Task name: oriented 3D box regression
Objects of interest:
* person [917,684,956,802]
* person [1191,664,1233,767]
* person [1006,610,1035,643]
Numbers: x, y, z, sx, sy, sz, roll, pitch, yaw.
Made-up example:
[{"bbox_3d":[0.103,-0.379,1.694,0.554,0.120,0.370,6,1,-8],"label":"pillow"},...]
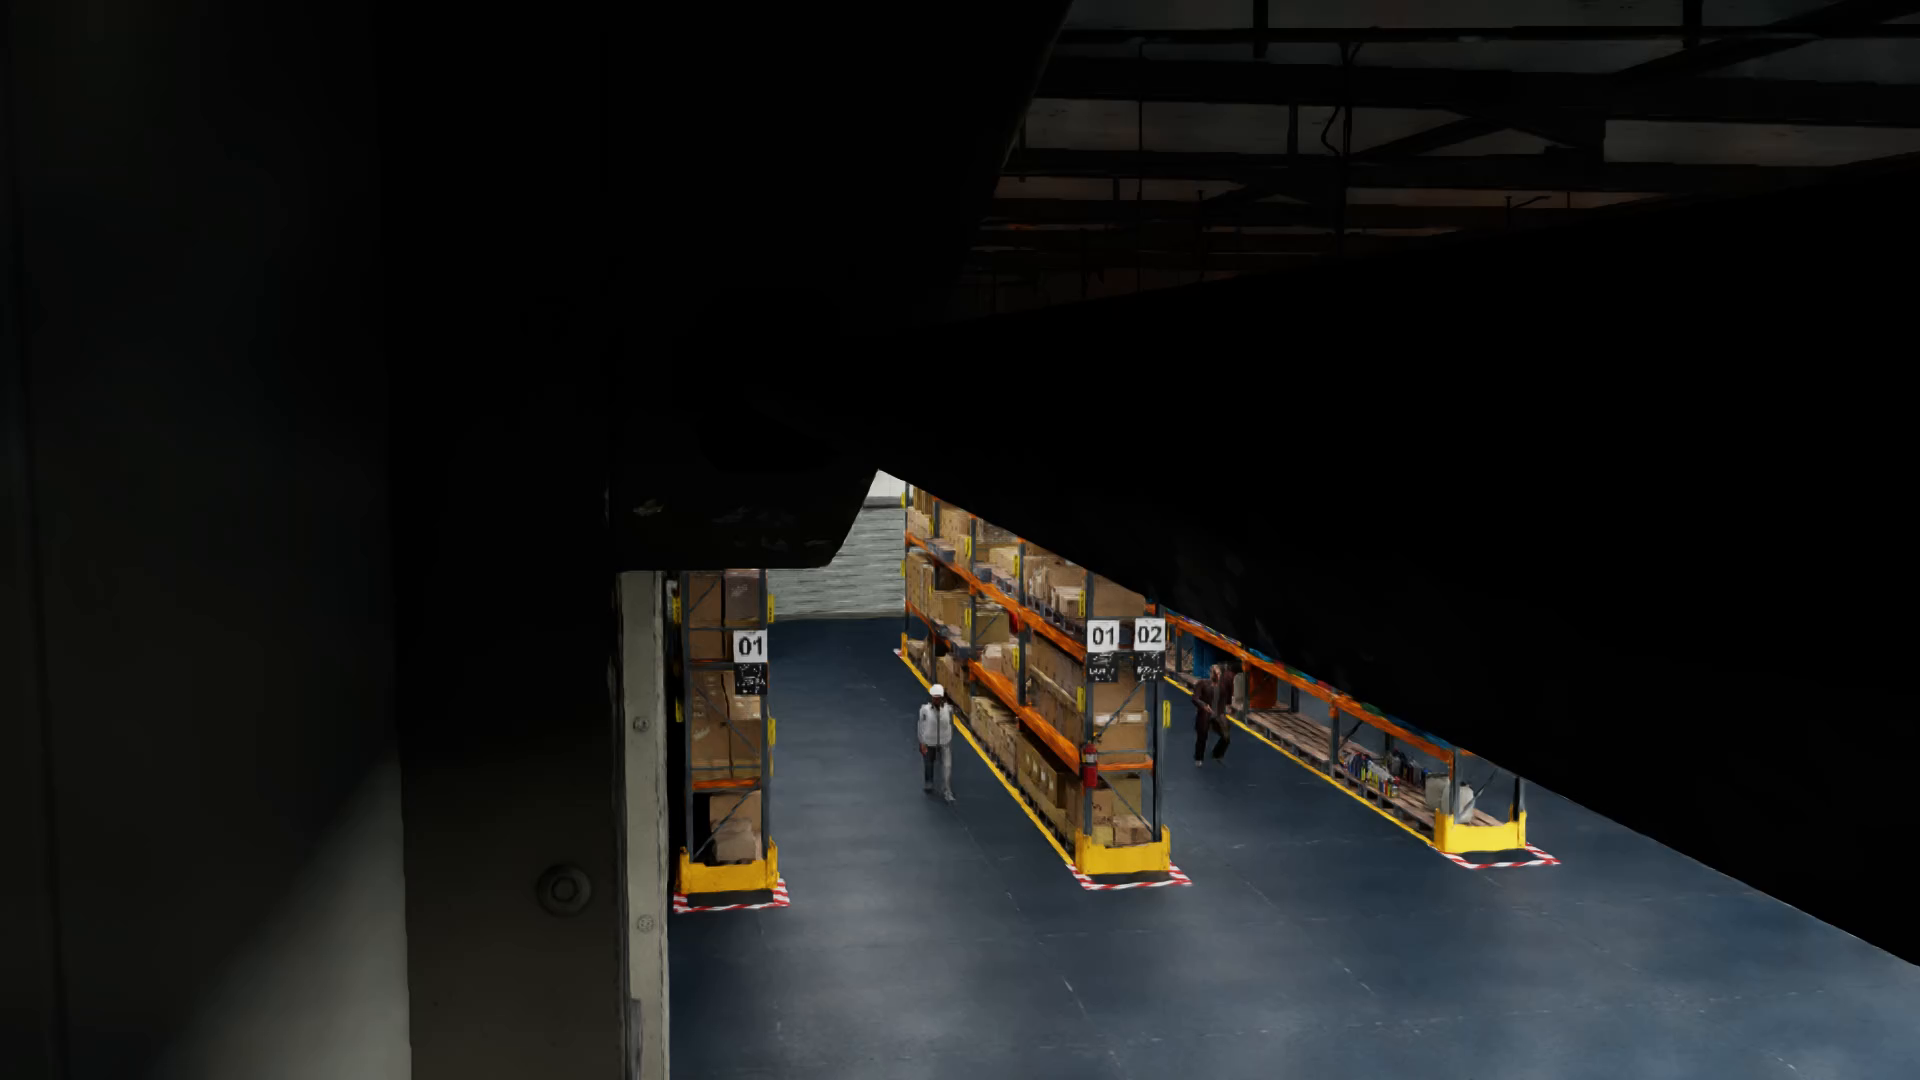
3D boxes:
[{"bbox_3d":[-0.354,2.943,24.435,0.543,1.700,1.115,-1,6,-8],"label":"person"},{"bbox_3d":[3.984,2.772,26.217,0.718,1.704,0.845,-1,6,-5],"label":"person"},{"bbox_3d":[1.191,1.980,34.059,0.666,1.661,0.535,-1,6,-13],"label":"person"}]
